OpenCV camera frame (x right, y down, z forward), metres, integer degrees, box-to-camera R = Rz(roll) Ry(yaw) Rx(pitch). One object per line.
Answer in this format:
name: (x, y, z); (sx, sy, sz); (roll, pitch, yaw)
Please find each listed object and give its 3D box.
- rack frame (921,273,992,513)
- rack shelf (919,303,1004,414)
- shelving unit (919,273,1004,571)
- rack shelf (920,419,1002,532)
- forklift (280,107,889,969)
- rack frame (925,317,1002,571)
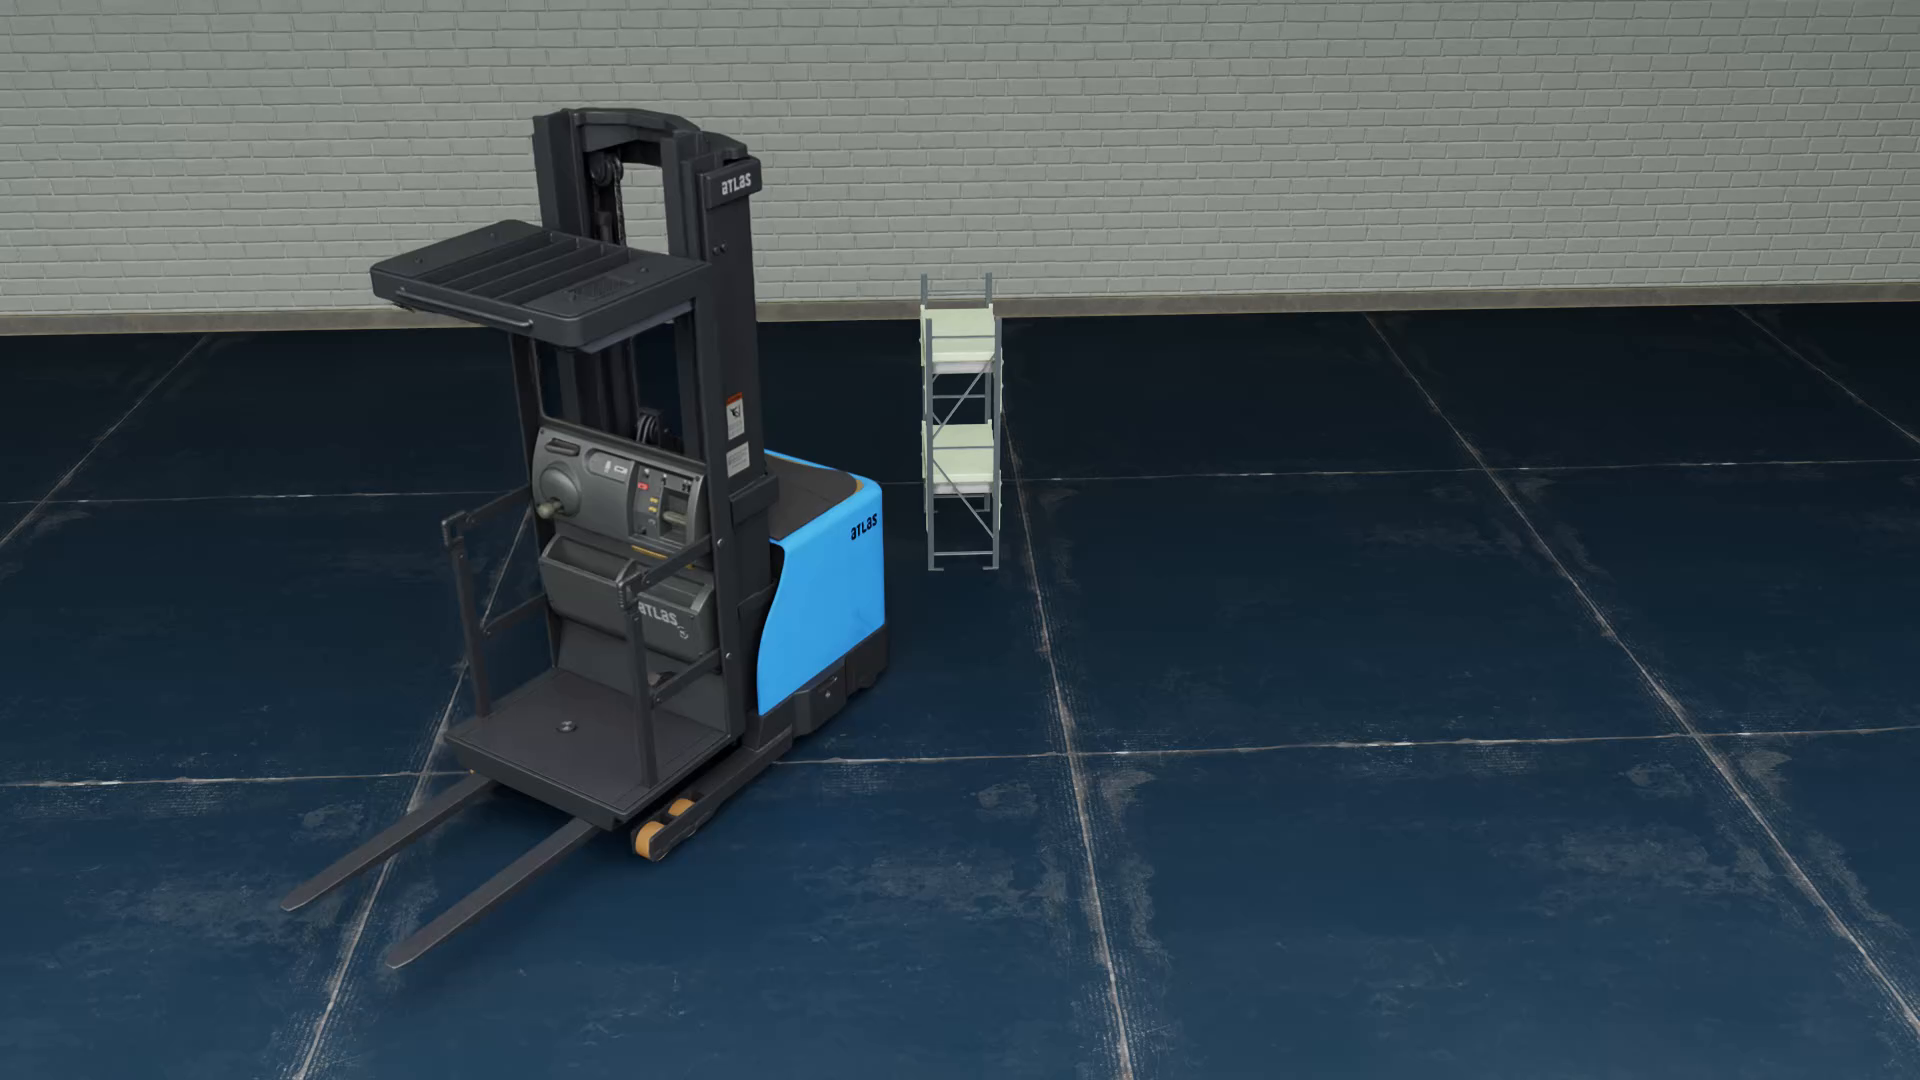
rack frame: (-0.019, -0.837, 9.733); (0.400, 1.500, 0.023); (-1, 28, -3)
rack shelf: (0.000, -1.014, 9.229); (0.431, 0.370, 0.720); (-1, 28, -3)
shelving unit: (0.000, -0.668, 9.409); (0.431, 1.500, 0.755); (-1, 28, -3)
rack shelf: (0.000, -0.379, 9.560); (0.431, 0.370, 0.720); (-1, 28, -3)
forklift: (-1.575, -0.175, 6.916); (1.130, 2.935, 3.031); (16, 32, 28)
rack frame: (0.019, -0.499, 9.085); (0.400, 1.500, 0.023); (-1, 28, -3)
